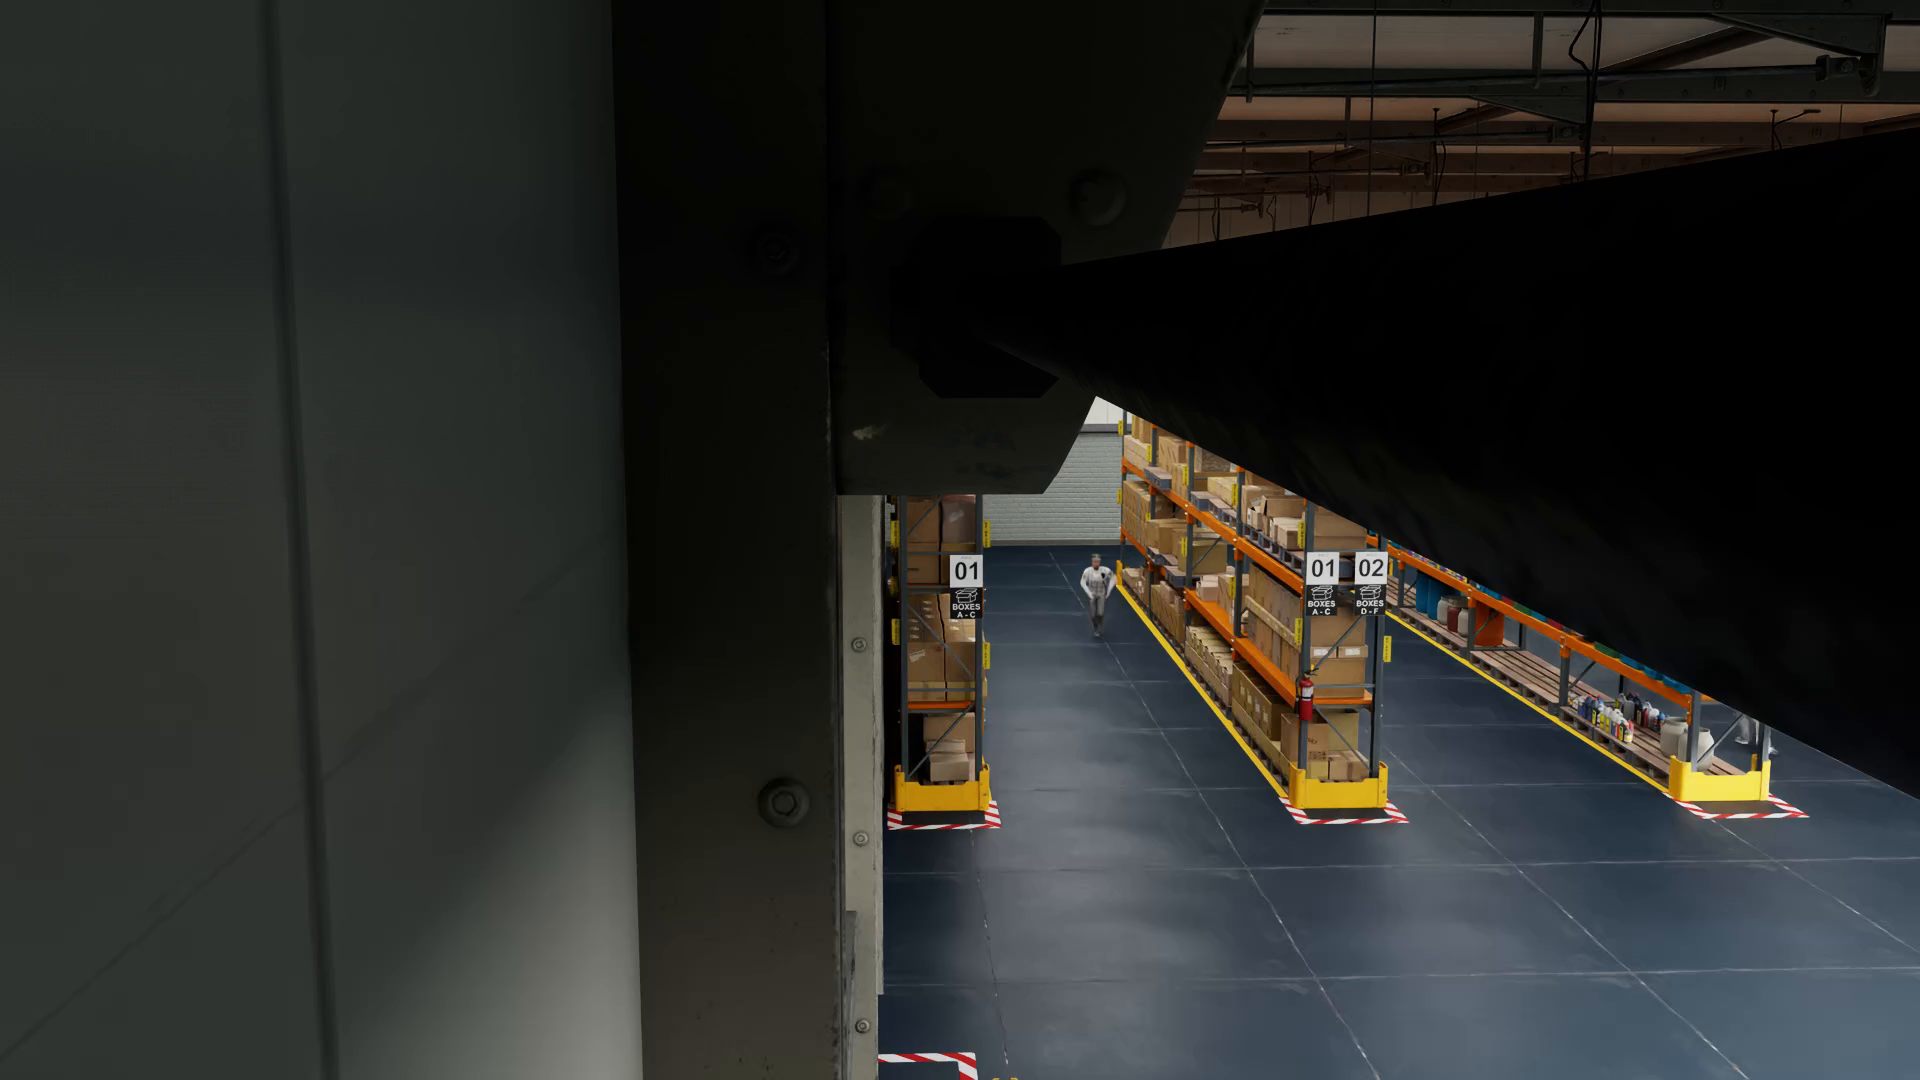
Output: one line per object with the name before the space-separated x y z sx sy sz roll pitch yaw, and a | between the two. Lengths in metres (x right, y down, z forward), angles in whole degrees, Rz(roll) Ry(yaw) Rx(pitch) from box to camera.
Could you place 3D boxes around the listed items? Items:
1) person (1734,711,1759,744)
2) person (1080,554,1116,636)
person | 11.130 2.109 23.413 0.462 1.596 0.480 -1 8 -4
person | 2.560 1.017 30.773 0.645 1.598 0.697 1 9 9
